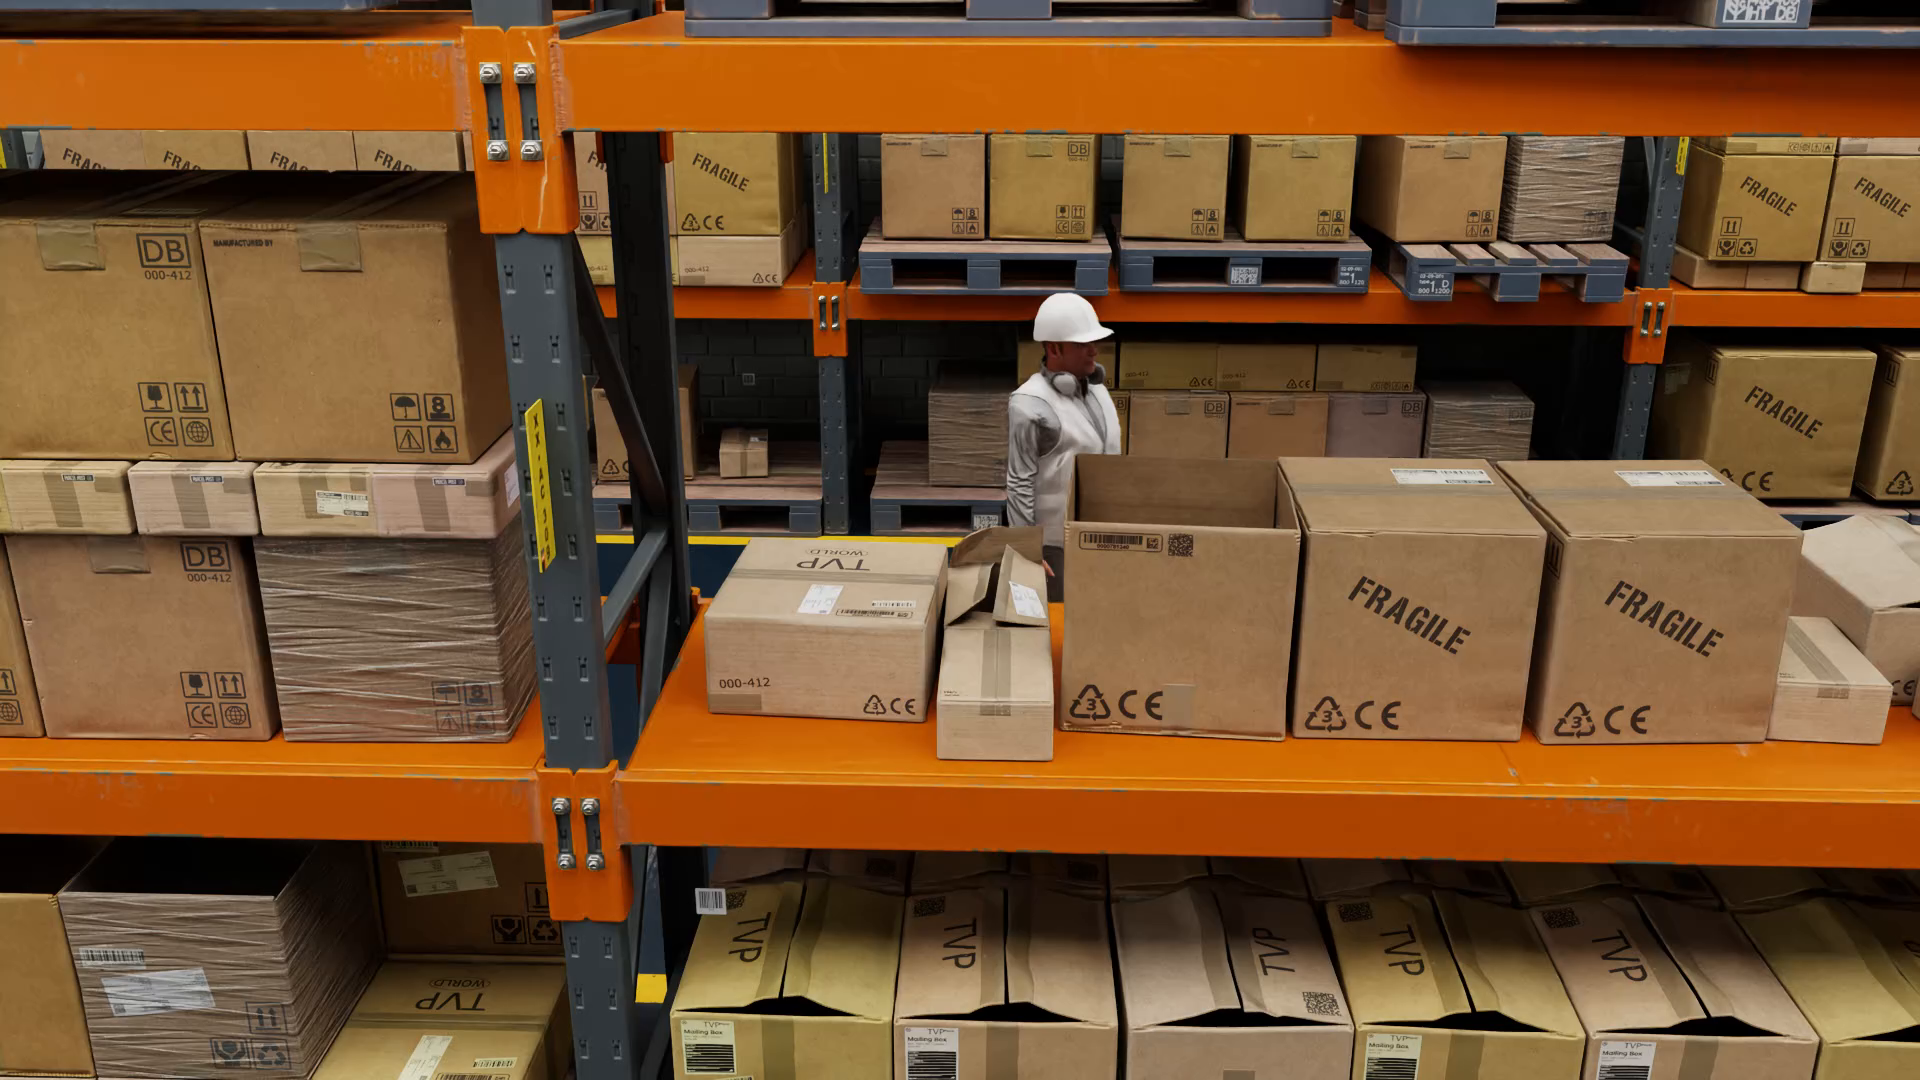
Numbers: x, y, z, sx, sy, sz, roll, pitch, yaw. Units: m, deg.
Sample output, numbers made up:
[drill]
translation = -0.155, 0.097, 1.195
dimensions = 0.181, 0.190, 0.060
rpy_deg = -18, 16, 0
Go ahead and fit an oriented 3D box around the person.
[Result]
[person]
translation = 0.392, -0.028, 6.106
dimensions = 0.586, 1.773, 0.575
rpy_deg = 15, 25, 35
